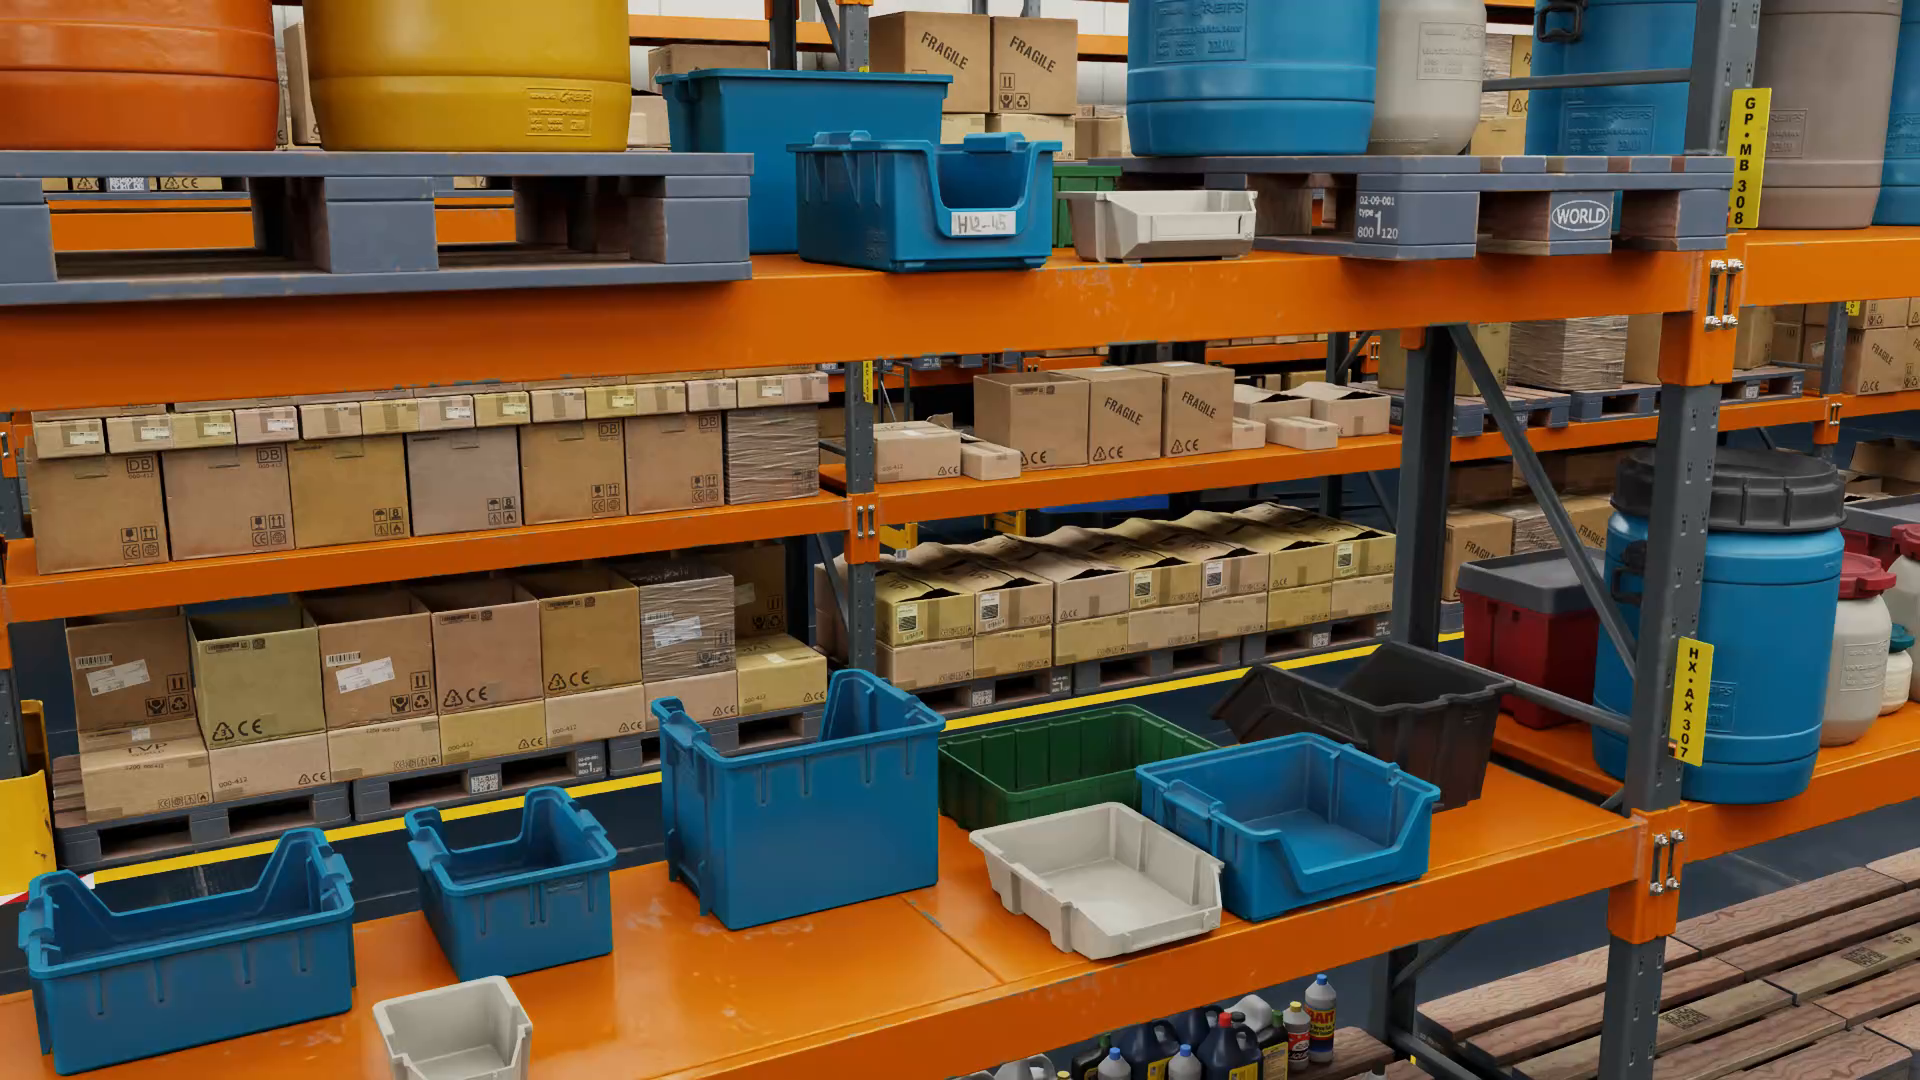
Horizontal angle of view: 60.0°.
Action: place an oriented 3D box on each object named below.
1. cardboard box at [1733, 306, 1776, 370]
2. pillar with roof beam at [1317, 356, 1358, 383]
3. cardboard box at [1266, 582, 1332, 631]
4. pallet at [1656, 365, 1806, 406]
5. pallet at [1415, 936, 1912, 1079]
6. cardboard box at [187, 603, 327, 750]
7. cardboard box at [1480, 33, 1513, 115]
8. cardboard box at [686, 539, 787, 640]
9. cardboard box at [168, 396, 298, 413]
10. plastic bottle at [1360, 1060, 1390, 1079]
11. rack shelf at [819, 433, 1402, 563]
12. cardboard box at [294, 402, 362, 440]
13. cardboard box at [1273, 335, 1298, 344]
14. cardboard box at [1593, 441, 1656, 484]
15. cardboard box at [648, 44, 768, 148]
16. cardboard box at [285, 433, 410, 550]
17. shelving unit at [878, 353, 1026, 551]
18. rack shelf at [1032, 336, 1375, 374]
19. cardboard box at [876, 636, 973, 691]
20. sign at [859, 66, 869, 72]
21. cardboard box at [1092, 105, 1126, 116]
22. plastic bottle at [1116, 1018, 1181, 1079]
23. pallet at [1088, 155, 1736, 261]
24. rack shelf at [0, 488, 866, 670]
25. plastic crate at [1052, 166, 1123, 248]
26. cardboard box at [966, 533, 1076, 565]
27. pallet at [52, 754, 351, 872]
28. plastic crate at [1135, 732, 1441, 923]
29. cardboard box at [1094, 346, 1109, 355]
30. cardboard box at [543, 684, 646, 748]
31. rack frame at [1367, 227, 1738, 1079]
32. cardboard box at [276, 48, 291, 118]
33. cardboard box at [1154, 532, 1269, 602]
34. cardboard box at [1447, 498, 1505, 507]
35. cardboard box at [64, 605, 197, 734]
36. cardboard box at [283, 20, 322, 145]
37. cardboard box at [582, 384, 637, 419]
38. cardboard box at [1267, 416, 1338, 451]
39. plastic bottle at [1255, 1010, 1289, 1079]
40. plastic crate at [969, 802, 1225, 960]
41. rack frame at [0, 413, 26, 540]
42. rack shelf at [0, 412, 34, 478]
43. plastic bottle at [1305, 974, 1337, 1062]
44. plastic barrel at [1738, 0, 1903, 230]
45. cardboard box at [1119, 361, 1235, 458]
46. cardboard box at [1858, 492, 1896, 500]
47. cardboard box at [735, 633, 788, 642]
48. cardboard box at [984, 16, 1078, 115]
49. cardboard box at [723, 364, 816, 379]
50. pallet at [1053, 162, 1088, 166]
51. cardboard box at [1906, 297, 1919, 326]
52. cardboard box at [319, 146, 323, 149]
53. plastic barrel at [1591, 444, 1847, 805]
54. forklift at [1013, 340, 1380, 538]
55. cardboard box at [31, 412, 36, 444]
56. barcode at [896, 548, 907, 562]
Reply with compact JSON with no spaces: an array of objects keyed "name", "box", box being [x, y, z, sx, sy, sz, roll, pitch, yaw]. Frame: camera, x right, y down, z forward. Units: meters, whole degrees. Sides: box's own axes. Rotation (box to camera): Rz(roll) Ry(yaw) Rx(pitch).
[{"name":"cardboard box","box":[5.761,-1.599,12.698,0.700,0.500,0.500,11,17,41]},{"name":"pillar with roof beam","box":[6.170,-4.644,13.748,0.400,9.000,9.100,-7,14,-28]},{"name":"cardboard box","box":[1.978,0.363,10.472,0.500,0.250,0.500,-7,14,-29]},{"name":"pallet","box":[5.531,-1.195,12.526,1.213,0.211,1.003,-7,14,-28]},{"name":"pallet","box":[2.303,1.715,5.508,1.213,0.211,1.003,-7,14,-28]},{"name":"cardboard box","box":[-3.233,0.615,7.644,0.500,0.500,0.500,-7,14,-28]},{"name":"cardboard box","box":[3.159,-2.976,10.663,0.500,0.500,0.500,-7,14,-28]},{"name":"cardboard box","box":[-1.295,0.249,9.270,0.500,0.500,0.500,-7,14,-28]},{"name":"cardboard box","box":[-3.327,-0.880,7.504,0.500,0.500,0.700,-7,15,-29]},{"name":"plastic bottle","box":[1.136,1.618,4.620,0.185,0.351,0.144,-7,14,-28]},{"name":"rack shelf","box":[1.018,-0.370,10.059,4.000,0.370,1.077,-7,14,-28]},{"name":"cardboard box","box":[-2.896,-0.563,7.576,0.250,0.149,0.380,-7,15,-30]},{"name":"cardboard box","box":[3.084,-2.014,16.255,0.250,0.149,0.380,-7,14,-28]},{"name":"cardboard box","box":[4.865,-0.604,12.444,0.500,0.250,0.500,-7,14,-28]},{"name":"cardboard box","box":[-1.306,-2.294,8.634,0.500,0.500,0.500,-6,14,-23]},{"name":"cardboard box","box":[-2.935,-0.292,7.848,0.500,0.500,0.700,-7,14,-27]},{"name":"shelving unit","box":[-0.067,-0.724,13.409,1.083,1.500,0.587,-7,14,-28]},{"name":"rack shelf","box":[2.152,-1.745,16.169,4.000,0.370,1.077,-7,14,-28]},{"name":"cardboard box","box":[-0.265,0.632,9.277,0.500,0.250,0.500,-7,15,-29]},{"name":"sign","box":[-0.470,-2.158,8.176,0.005,0.325,0.100,-7,14,-28]},{"name":"cardboard box","box":[1.235,-3.740,15.335,0.500,0.500,0.700,-8,15,-31]},{"name":"plastic bottle","box":[0.560,1.547,4.934,0.185,0.351,0.144,-8,15,-30]},{"name":"pallet","box":[1.046,-0.832,4.072,1.003,0.211,1.213,-7,14,-28]},{"name":"rack shelf","box":[-2.493,0.051,8.189,4.000,0.370,1.077,-7,14,-28]},{"name":"plastic crate","box":[0.117,-0.802,3.991,0.450,0.188,0.336,-7,14,-28]},{"name":"cardboard box","box":[0.373,0.147,10.154,0.500,0.311,0.500,-7,14,-28]},{"name":"pallet","box":[-3.597,1.182,7.875,1.213,0.211,1.003,-7,14,-28]},{"name":"plastic crate","box":[0.791,0.686,4.068,0.616,0.251,0.499,-7,14,-28]},{"name":"cardboard box","box":[1.296,-1.799,15.298,0.250,0.149,0.380,-6,14,-26]},{"name":"cardboard box","box":[-1.915,0.823,8.425,0.500,0.250,0.500,-7,14,-28]},{"name":"rack frame","box":[1.633,0.445,4.802,0.127,3.000,1.000,-7,14,-28]},{"name":"cardboard box","box":[-5.010,-3.308,12.093,0.500,0.500,0.500,-7,14,-28]},{"name":"cardboard box","box":[1.534,0.143,10.171,0.500,0.311,0.500,-7,14,-28]},{"name":"cardboard box","box":[3.482,-0.070,11.779,0.500,0.500,0.500,-6,14,-26]},{"name":"cardboard box","box":[-3.920,0.567,7.854,0.500,0.500,0.500,-7,14,-28]},{"name":"cardboard box","box":[-2.660,-1.997,7.316,0.500,0.500,0.500,-7,14,-28]},{"name":"cardboard box","box":[-1.768,-0.699,8.178,0.250,0.149,0.380,-7,14,-28]},{"name":"cardboard box","box":[2.116,-0.661,10.285,0.250,0.149,0.380,-7,14,-28]},{"name":"plastic bottle","box":[0.924,1.564,5.013,0.133,0.283,0.061,-7,14,-28]},{"name":"plastic crate","box":[0.329,0.793,3.855,0.437,0.136,0.530,-7,14,-28]},{"name":"rack frame","box":[-6.625,-1.044,11.415,0.127,3.000,1.000,-7,14,-28]},{"name":"rack shelf","box":[-4.870,-0.903,12.429,4.000,0.370,1.077,-7,14,-28]},{"name":"plastic bottle","box":[1.143,1.510,5.279,0.097,0.271,0.097,0,13,0]},{"name":"plastic barrel","box":[2.549,-1.427,5.147,0.600,0.901,0.600,0,13,0]},{"name":"cardboard box","box":[1.308,-0.800,10.106,0.500,0.500,0.500,-8,15,-31]},{"name":"cardboard box","box":[7.511,-0.280,13.471,0.250,0.166,0.380,-7,14,-28]},{"name":"cardboard box","box":[-1.290,0.617,9.344,0.500,0.250,0.500,-7,14,-28]},{"name":"cardboard box","box":[0.311,-2.593,9.144,0.500,0.500,0.500,-5,14,-22]},{"name":"cardboard box","box":[-1.124,-1.144,8.679,0.500,0.500,0.700,-7,14,-28]},{"name":"pallet","box":[0.030,-1.976,9.160,1.217,0.209,0.805,-8,15,-30]},{"name":"cardboard box","box":[7.285,-1.938,12.885,0.500,0.500,0.500,-7,15,-30]},{"name":"cardboard box","box":[-4.357,-2.769,11.978,0.500,0.500,0.500,-7,15,-30]},{"name":"plastic barrel","box":[2.117,0.218,4.668,0.708,0.901,0.600,-7,14,-28]},{"name":"forklift","box":[2.017,-1.512,13.654,3.031,2.935,1.130,-3,13,-11]},{"name":"cardboard box","box":[-4.004,-0.532,7.435,0.250,0.149,0.380,-7,15,-29]},{"name":"barcode","box":[-0.314,0.080,8.929,0.075,0.075,0.001,-7,14,-28]}]
